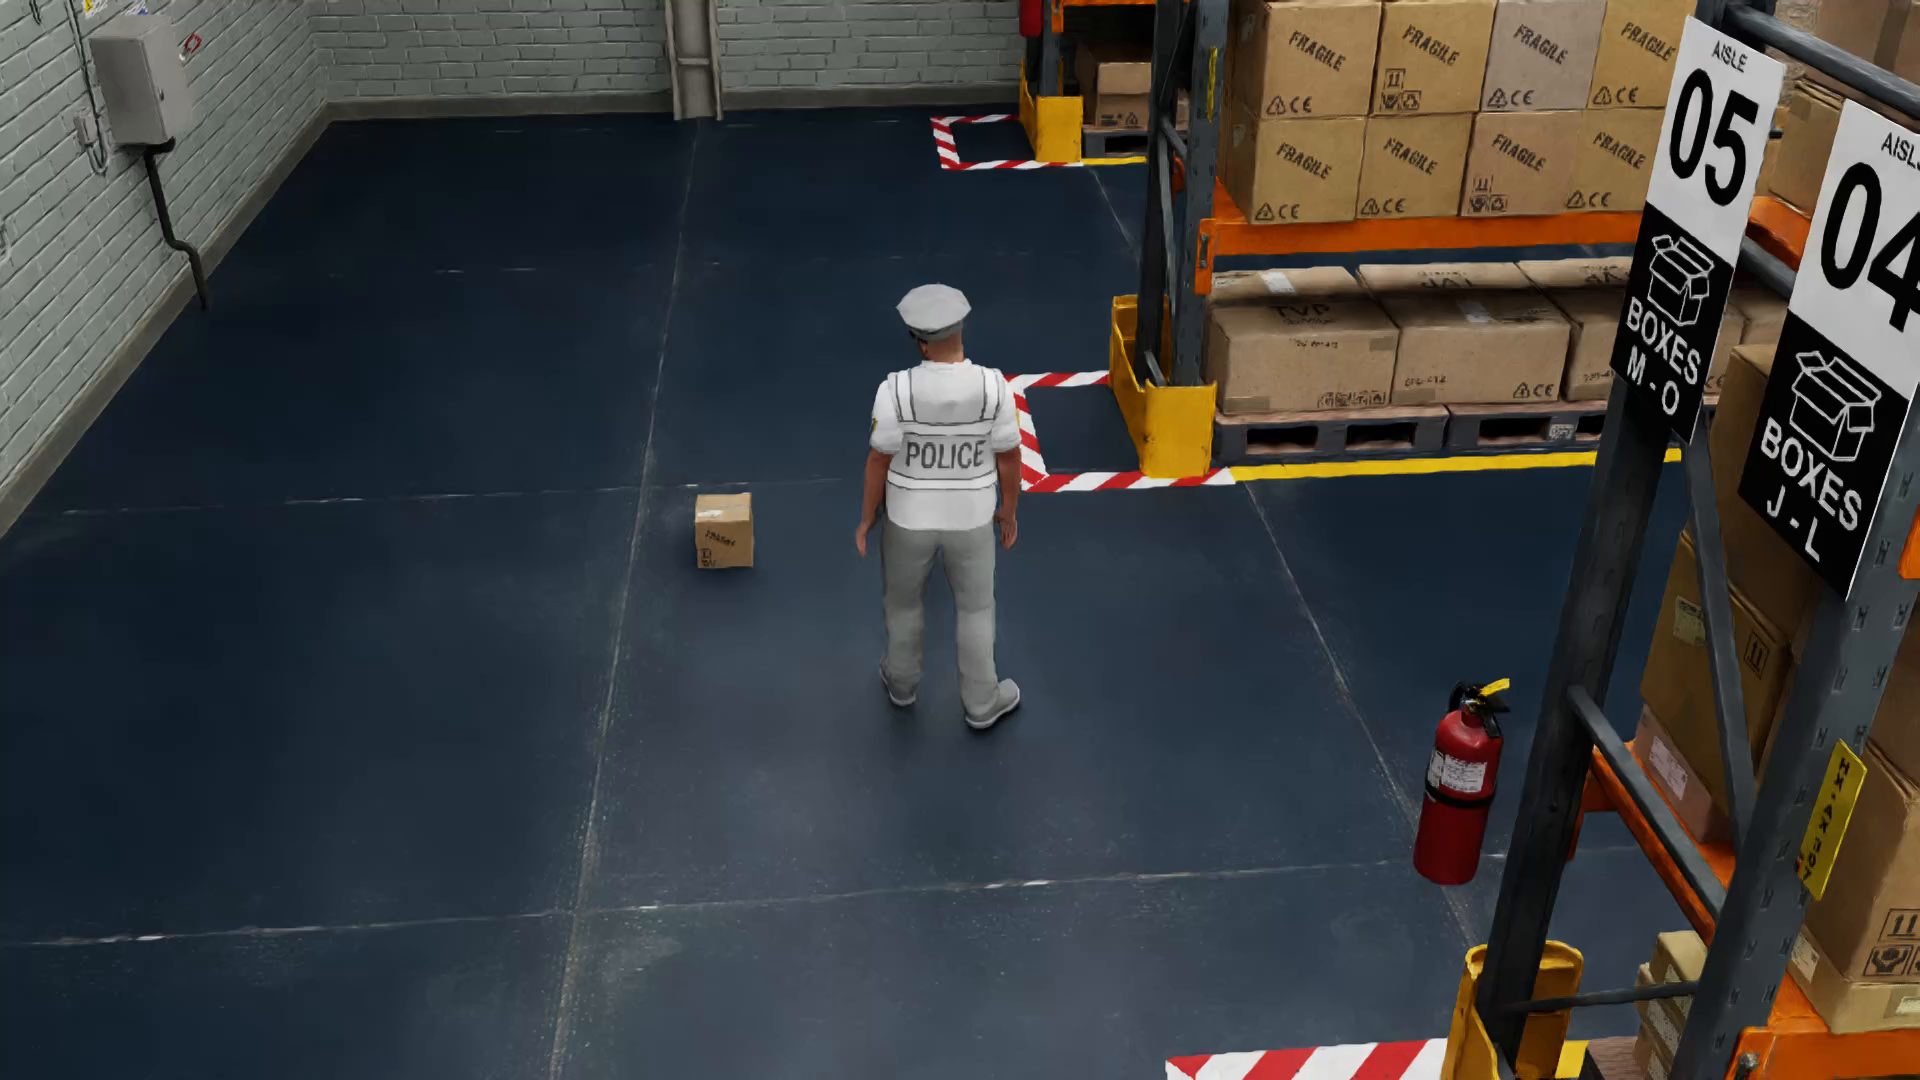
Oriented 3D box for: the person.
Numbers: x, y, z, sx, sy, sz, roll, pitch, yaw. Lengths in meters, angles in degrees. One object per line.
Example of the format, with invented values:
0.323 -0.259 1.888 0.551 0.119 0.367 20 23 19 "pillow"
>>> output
-0.079 -0.120 6.278 0.638 1.755 0.515 -3 31 -5 "person"
